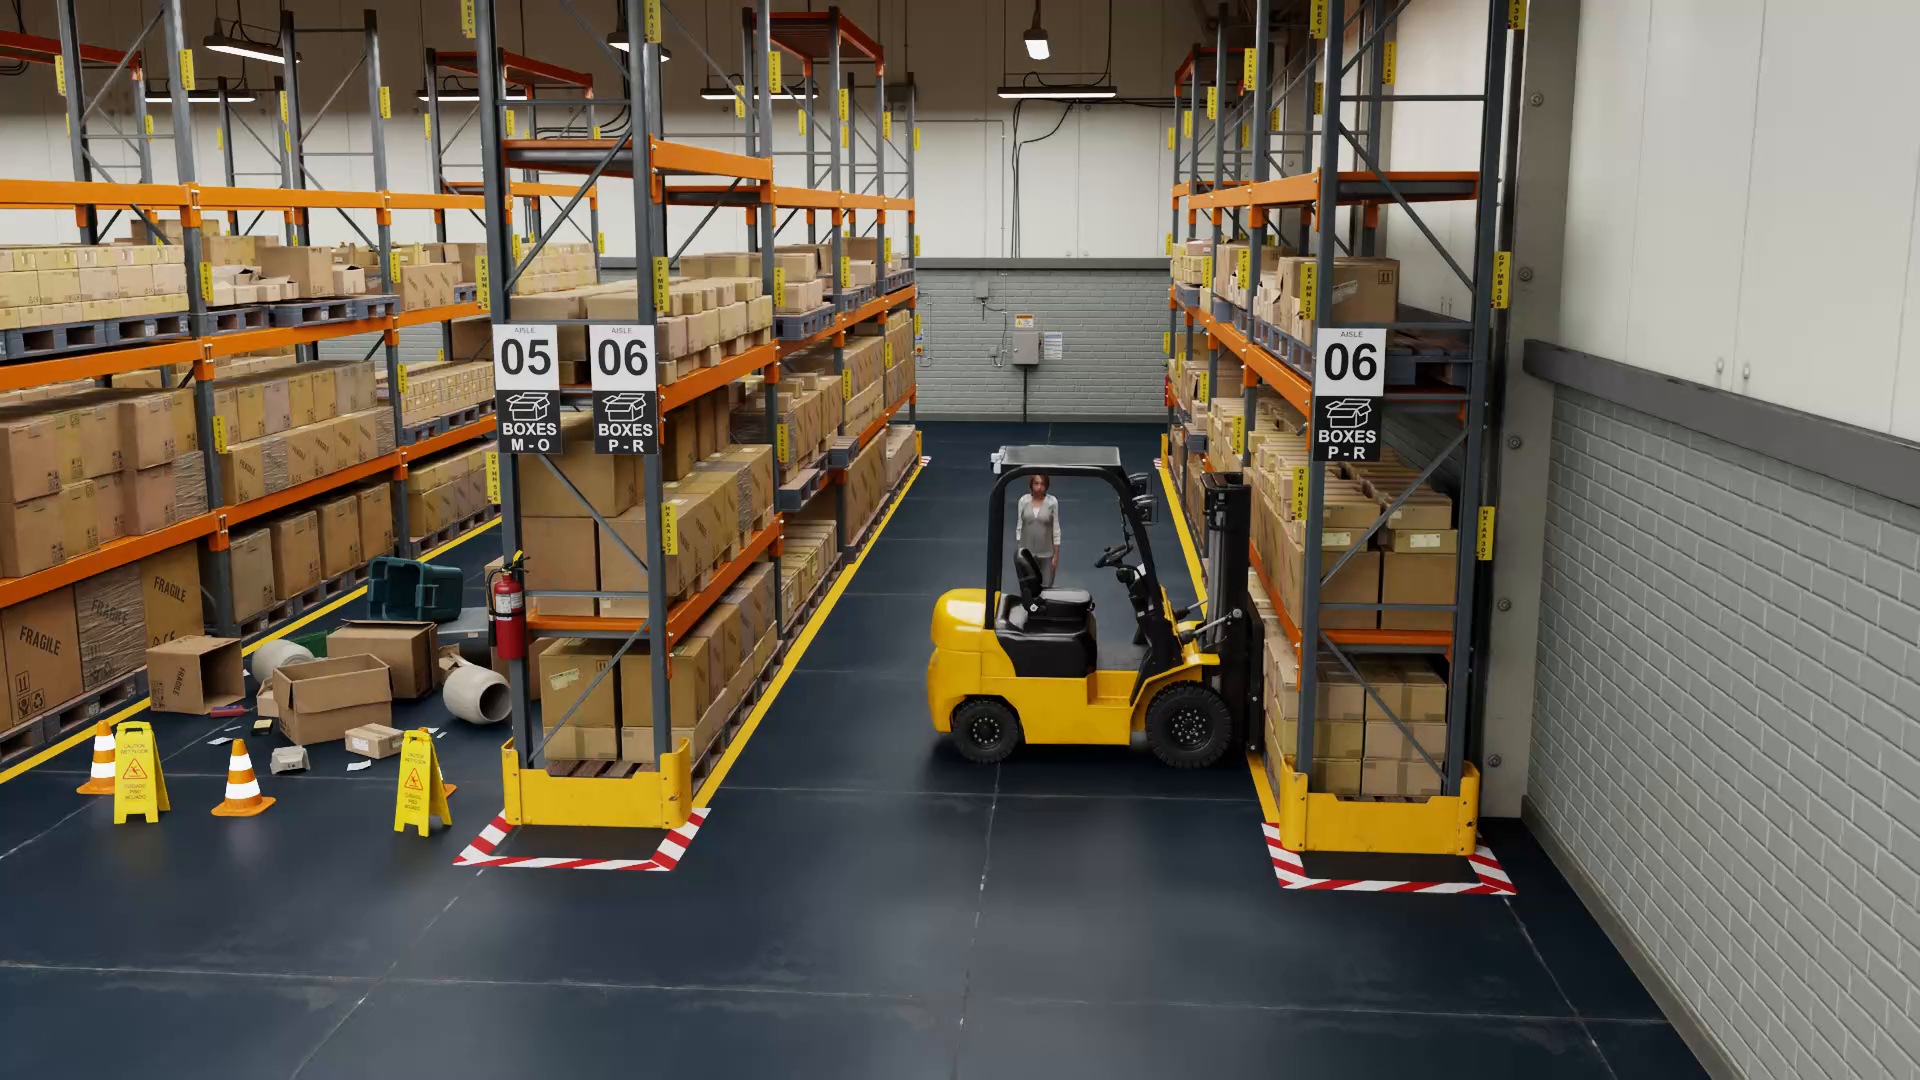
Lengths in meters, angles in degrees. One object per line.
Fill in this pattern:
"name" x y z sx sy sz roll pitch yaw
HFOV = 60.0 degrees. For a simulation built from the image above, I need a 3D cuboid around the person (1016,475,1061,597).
"person" 0.715 0.150 15.188 0.404 1.599 0.307 1 11 5
